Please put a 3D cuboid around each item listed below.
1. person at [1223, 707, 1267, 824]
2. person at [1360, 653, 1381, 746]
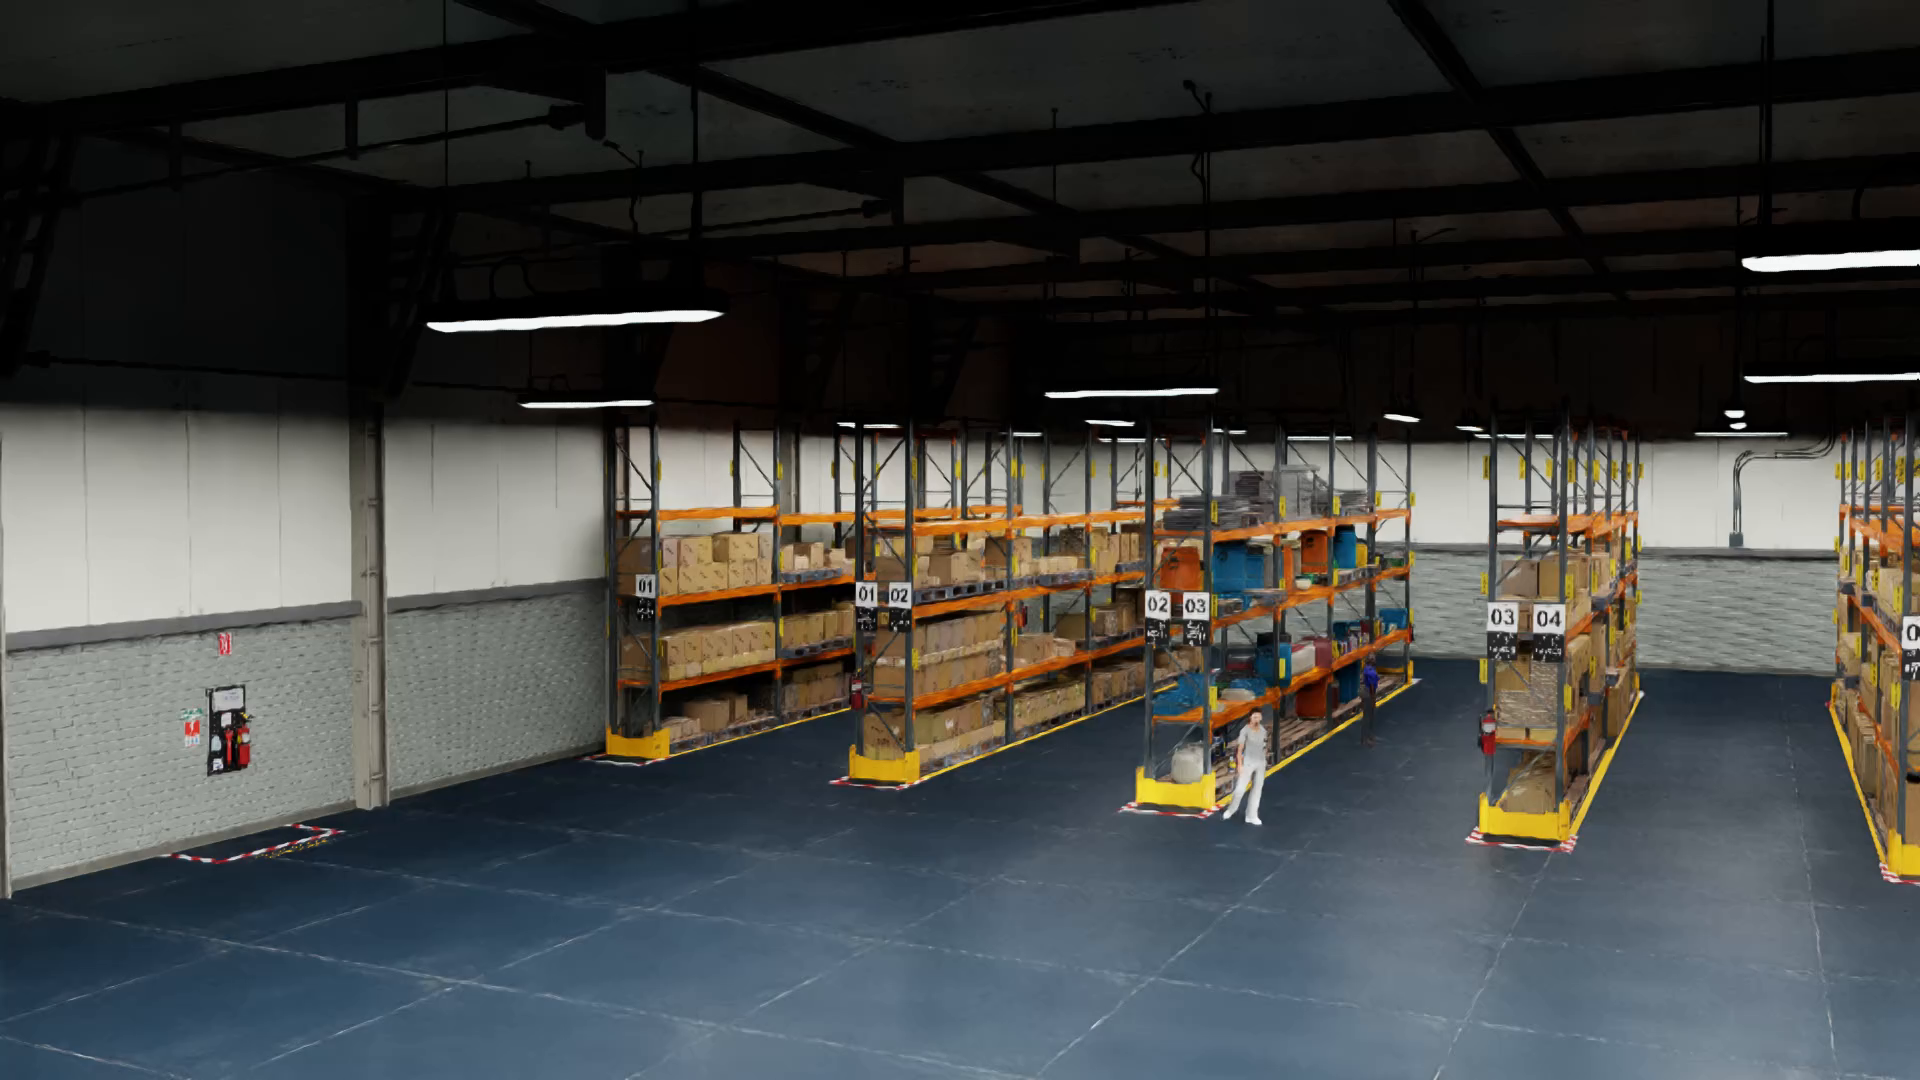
[{"bbox_3d":[4.040,3.175,23.498,0.618,1.664,0.492,-1,2,-15],"label":"person"},{"bbox_3d":[7.498,2.881,30.310,0.443,1.661,0.546,0,2,2],"label":"person"}]
